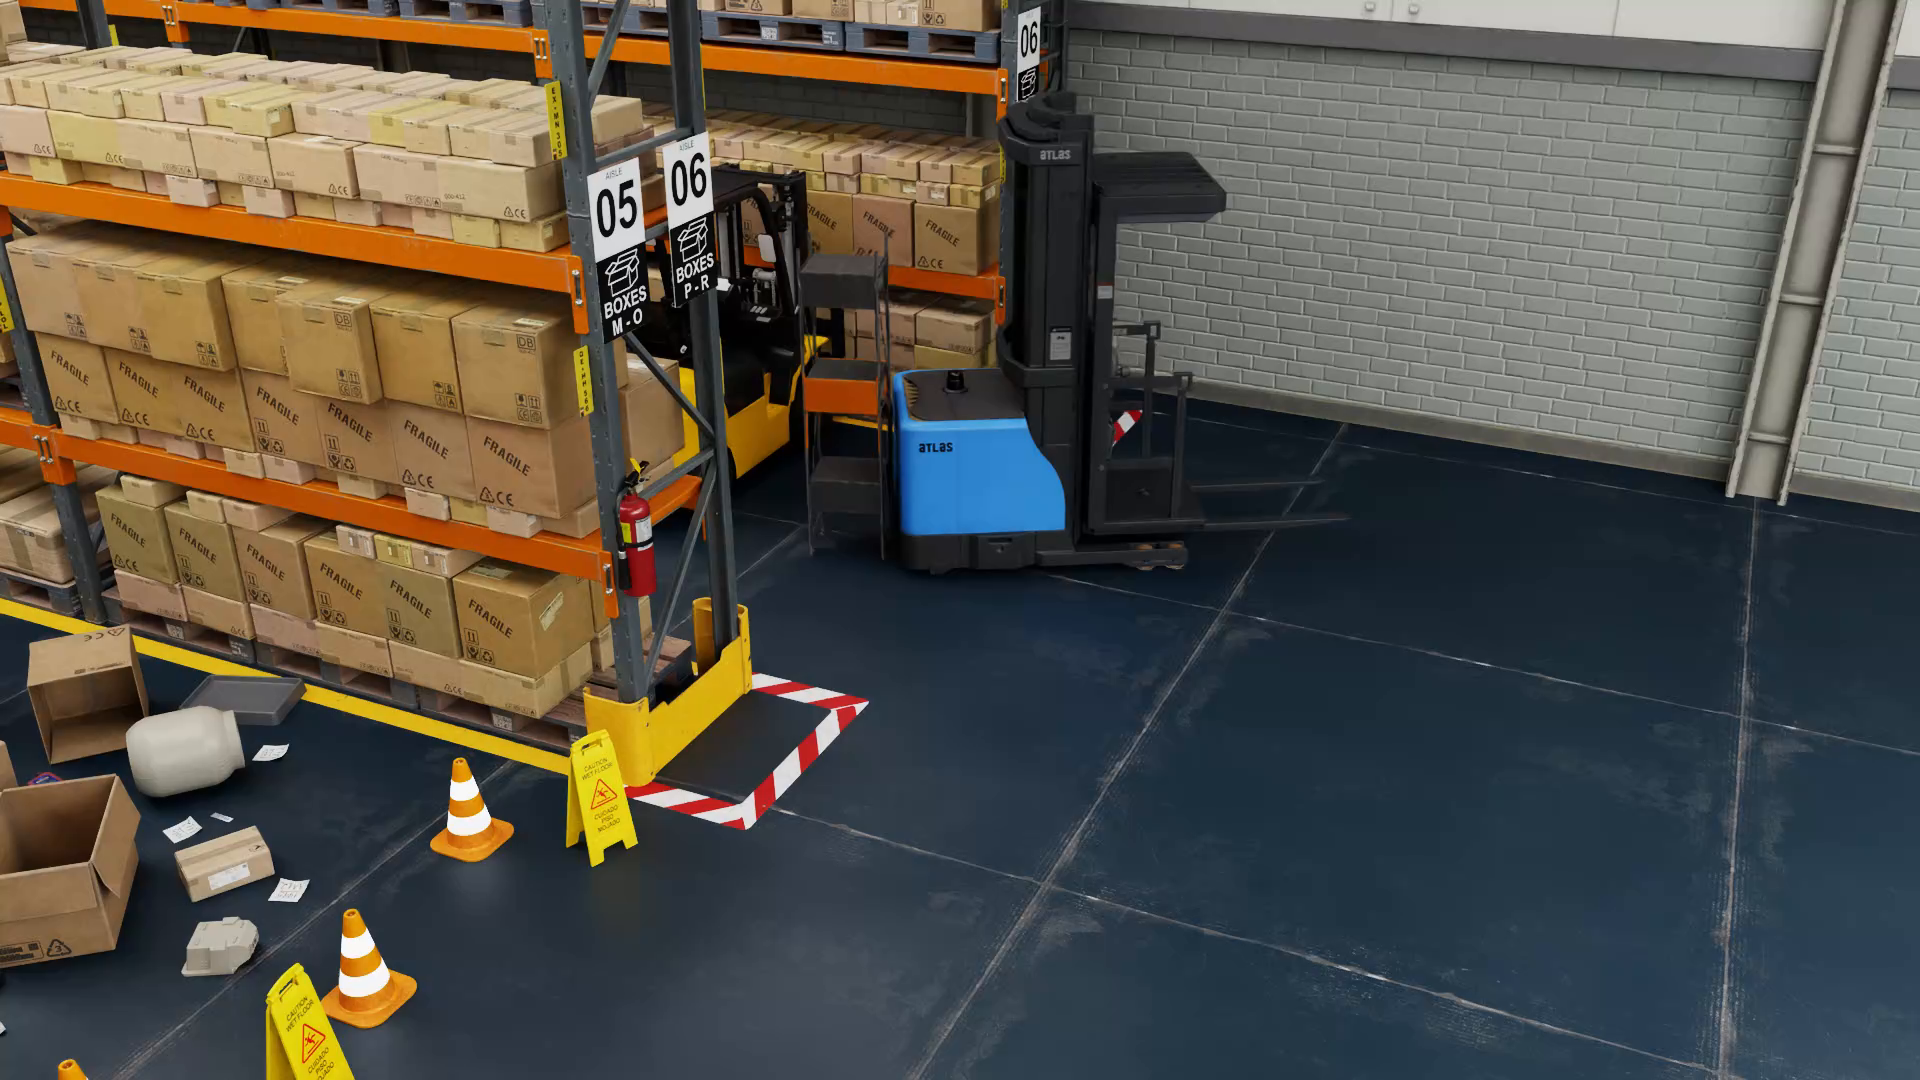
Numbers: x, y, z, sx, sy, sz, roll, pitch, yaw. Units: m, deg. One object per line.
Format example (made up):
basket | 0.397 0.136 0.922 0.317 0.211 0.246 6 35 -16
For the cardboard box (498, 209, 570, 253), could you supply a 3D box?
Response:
cardboard box | -1.947 -1.483 7.824 0.250 0.149 0.380 11 28 22

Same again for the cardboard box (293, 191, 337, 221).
cardboard box | -3.101 -1.728 8.322 0.250 0.149 0.380 11 28 20

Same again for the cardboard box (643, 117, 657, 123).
cardboard box | -2.646 -3.312 13.467 0.250 0.149 0.380 12 29 23

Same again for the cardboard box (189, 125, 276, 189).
cardboard box | -3.476 -1.971 8.364 0.500 0.250 0.500 12 29 22

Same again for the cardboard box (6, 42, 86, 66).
cardboard box | -5.513 -2.763 9.834 0.500 0.250 0.500 11 28 20

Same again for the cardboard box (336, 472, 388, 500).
cardboard box | -3.128 -0.372 8.964 0.250 0.149 0.380 11 28 21

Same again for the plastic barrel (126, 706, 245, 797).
plastic barrel | -4.013 1.090 8.626 0.512 0.421 0.421 -12 29 -23

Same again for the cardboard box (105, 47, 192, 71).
cardboard box | -4.500 -2.632 9.256 0.250 0.149 0.380 11 28 21

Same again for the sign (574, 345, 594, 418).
sign | -1.754 -0.739 7.755 0.005 0.325 0.100 11 28 22

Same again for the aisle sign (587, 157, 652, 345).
aisle sign | -1.570 -1.335 7.693 0.004 0.787 0.394 11 28 22

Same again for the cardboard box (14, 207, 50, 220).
cardboard box | -9.090 -3.189 16.756 0.500 0.500 0.500 10 28 20

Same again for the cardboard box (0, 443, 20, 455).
cardboard box | -6.915 -0.389 11.214 0.625 0.372 0.950 12 29 23

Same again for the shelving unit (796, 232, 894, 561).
shelving unit | -0.729 -0.907 10.785 0.503 2.100 0.431 3 26 7

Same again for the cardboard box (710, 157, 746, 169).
cardboard box | -1.761 -2.951 13.070 0.250 0.149 0.380 10 28 20

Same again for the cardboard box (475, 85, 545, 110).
cardboard box | -2.183 -2.145 8.266 0.250 0.149 0.380 11 28 22

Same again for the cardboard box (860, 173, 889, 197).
cardboard box | -0.563 -2.737 12.635 0.250 0.149 0.380 11 28 21

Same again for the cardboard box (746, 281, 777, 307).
cardboard box | -1.392 -1.930 13.350 0.500 0.250 0.500 11 28 21

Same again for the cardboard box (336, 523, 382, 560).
cardboard box | -3.172 -0.057 9.094 0.250 0.149 0.380 13 29 24

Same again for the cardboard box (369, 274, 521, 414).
cardboard box | -2.519 -1.025 8.424 0.500 0.500 0.700 12 29 22

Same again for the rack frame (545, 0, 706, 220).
rack frame | -1.506 -2.988 7.202 0.127 3.000 1.000 11 28 22

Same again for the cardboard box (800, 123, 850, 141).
cardboard box | -1.068 -3.204 13.248 0.250 0.149 0.380 12 28 22

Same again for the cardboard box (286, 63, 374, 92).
cardboard box | -3.317 -2.404 8.792 0.250 0.149 0.380 12 29 22

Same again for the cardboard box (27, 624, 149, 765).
cardboard box | -4.735 0.835 9.055 0.500 0.500 0.500 -12 29 -23

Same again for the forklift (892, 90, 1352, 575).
forklift | 1.081 -1.346 10.735 3.031 2.935 1.130 -2 26 -5

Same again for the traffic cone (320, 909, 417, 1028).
traffic cone | -2.581 1.790 7.160 0.334 0.463 0.336 11 28 22

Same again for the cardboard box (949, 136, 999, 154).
cardboard box | 0.112 -2.984 12.800 0.250 0.149 0.380 12 29 24

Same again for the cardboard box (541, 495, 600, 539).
cardboard box | -1.935 -0.166 8.546 0.250 0.149 0.380 12 29 24

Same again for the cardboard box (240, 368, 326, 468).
cardboard box | -3.476 -0.750 8.997 0.500 0.500 0.500 12 29 22

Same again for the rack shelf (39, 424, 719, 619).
rack shelf | -3.327 -0.340 9.428 4.000 0.370 1.077 11 28 22

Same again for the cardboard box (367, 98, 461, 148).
cardboard box | -2.604 -2.000 7.971 0.250 0.149 0.380 12 28 22

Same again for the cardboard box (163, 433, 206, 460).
cardboard box | -4.277 -0.608 9.443 0.250 0.149 0.380 12 29 23

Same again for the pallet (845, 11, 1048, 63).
pallet | -0.088 -3.739 12.223 1.213 0.211 1.003 11 28 22

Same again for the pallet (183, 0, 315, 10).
pallet | -6.082 -4.929 14.753 1.003 0.211 1.213 13 29 24

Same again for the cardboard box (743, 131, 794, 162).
cardboard box | -1.489 -3.074 12.984 0.250 0.149 0.380 11 28 22

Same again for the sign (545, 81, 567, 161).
sign | -1.754 -1.820 7.223 0.005 0.325 0.100 11 28 22

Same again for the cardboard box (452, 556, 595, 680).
cardboard box | -2.343 0.370 8.960 0.500 0.500 0.500 12 28 22

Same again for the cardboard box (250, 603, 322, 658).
cardboard box | -3.747 0.422 9.703 0.500 0.250 0.500 11 28 21

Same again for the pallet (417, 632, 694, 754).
pallet | -2.300 0.778 9.501 1.213 0.211 1.003 11 28 22

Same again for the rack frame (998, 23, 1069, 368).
rack frame | 0.545 -2.293 12.582 0.127 3.000 1.000 11 28 22

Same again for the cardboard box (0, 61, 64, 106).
cardboard box | -4.996 -2.430 8.845 0.250 0.149 0.380 11 28 21

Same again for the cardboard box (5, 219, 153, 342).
cardboard box | -4.836 -1.487 9.363 0.500 0.500 0.700 11 28 21

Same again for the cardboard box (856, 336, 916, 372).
cardboard box | -0.479 -1.532 13.107 0.500 0.250 0.500 11 28 21

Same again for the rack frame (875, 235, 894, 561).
rack frame | -0.487 -0.893 10.756 0.015 2.100 0.400 3 26 7

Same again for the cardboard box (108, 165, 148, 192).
cardboard box | -4.267 -1.973 8.819 0.250 0.149 0.380 12 29 23

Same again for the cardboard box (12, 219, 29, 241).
cardboard box | -5.912 -1.687 10.425 0.500 0.500 0.500 11 28 22

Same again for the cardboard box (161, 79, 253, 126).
cardboard box | -3.787 -2.214 8.406 0.250 0.149 0.380 11 28 21

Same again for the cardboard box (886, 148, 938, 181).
cardboard box | -0.355 -2.813 12.453 0.250 0.149 0.380 12 29 23

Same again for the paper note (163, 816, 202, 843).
paper note | -3.902 1.452 8.348 0.142 0.019 0.148 23 35 39

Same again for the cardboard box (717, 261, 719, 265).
cardboard box | -2.100 -2.329 14.160 0.500 0.250 0.500 11 28 21

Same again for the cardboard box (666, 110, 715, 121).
cardboard box | -2.223 -3.452 13.750 0.250 0.149 0.380 11 28 21

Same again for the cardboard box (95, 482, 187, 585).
cardboard box | -4.722 -0.103 9.921 0.500 0.500 0.500 13 29 24

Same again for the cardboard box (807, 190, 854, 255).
cardboard box | -0.947 -2.515 12.918 0.500 0.500 0.500 11 28 21

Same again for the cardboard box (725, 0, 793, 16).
cardboard box | -1.366 -4.251 12.458 0.637 0.503 0.797 12 29 23

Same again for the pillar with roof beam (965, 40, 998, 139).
pillar with roof beam | -1.498 -3.744 8.736 0.400 9.000 9.100 11 28 22
